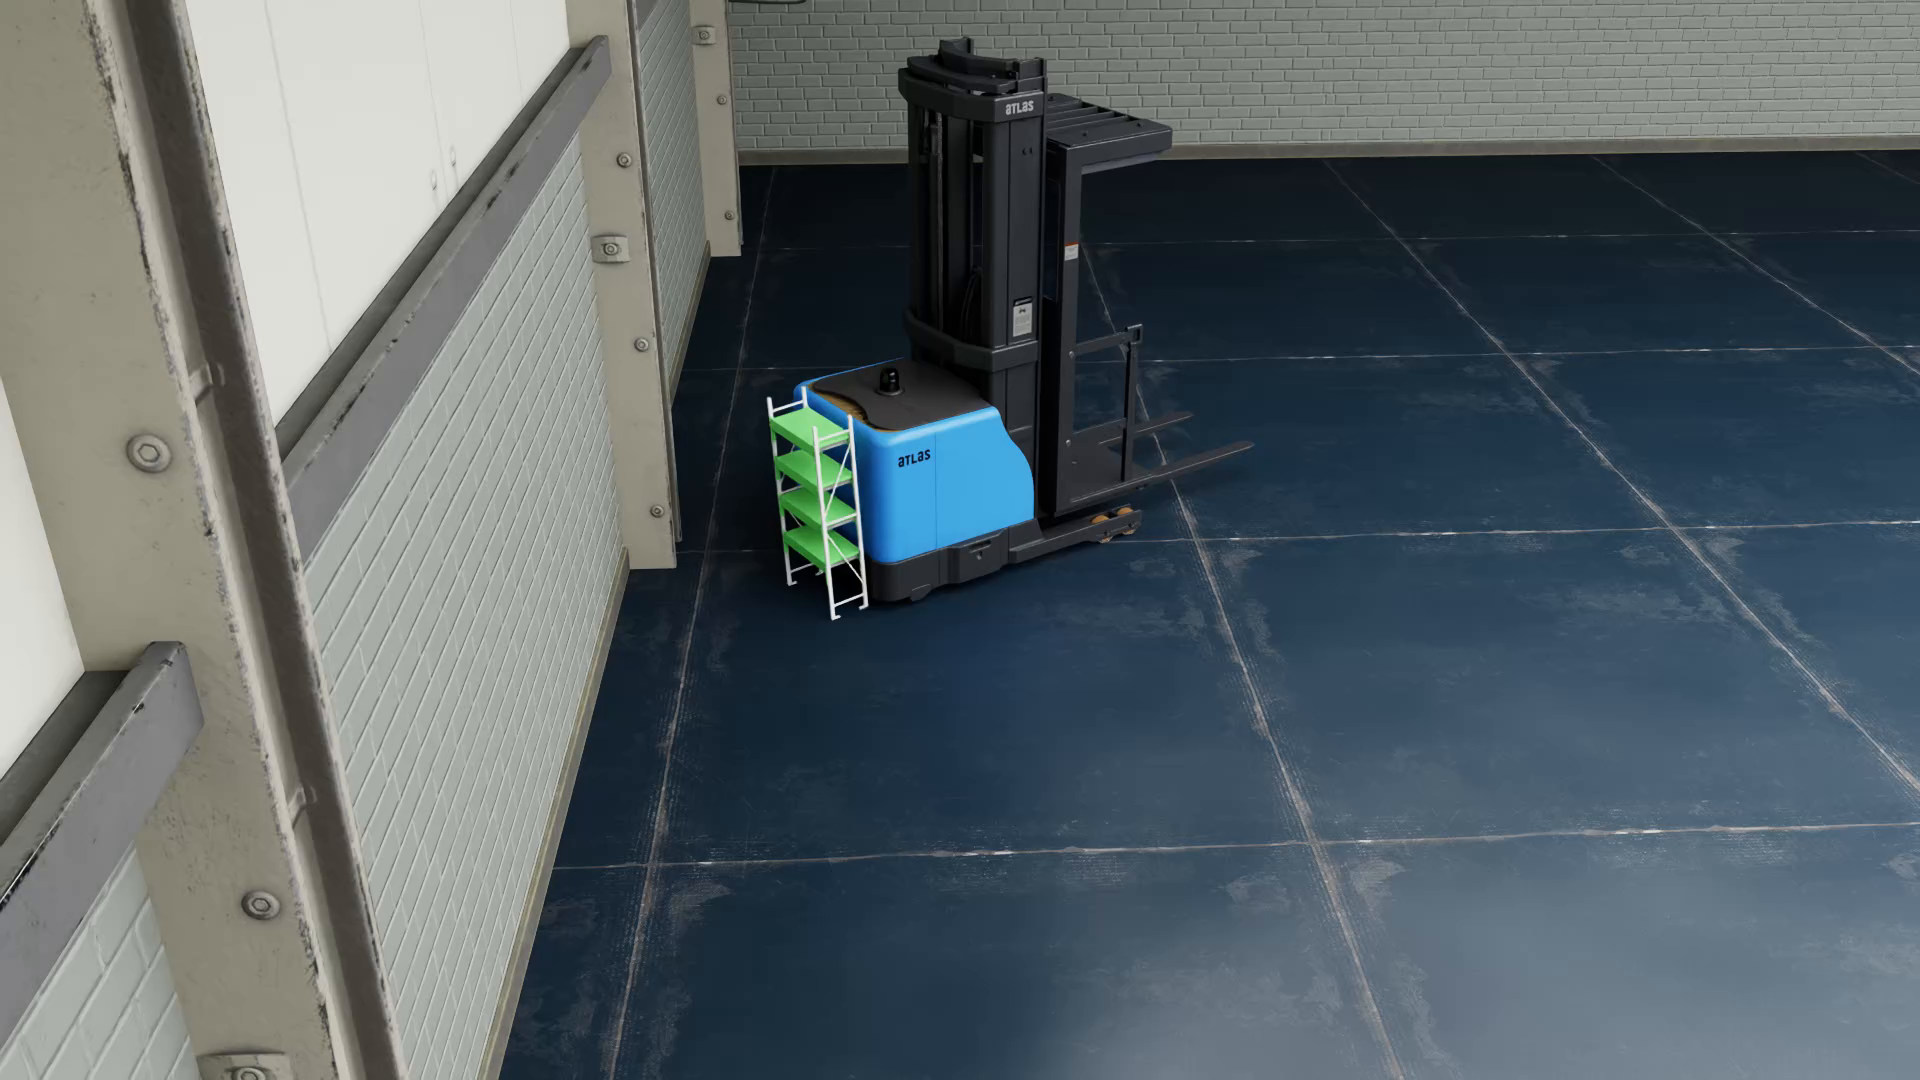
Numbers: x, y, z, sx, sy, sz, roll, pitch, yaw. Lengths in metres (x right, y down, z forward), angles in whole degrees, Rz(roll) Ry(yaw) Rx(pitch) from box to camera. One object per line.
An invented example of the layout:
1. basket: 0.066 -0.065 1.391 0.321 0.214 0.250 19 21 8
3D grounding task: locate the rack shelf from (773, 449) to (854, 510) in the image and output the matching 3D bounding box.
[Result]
1. rack shelf: -0.803 -0.356 9.240 0.258 0.148 0.480 -21 34 -29

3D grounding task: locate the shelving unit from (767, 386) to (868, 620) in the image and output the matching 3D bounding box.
1. shelving unit: -0.795 -0.203 9.327 0.258 1.200 0.503 -21 34 -29

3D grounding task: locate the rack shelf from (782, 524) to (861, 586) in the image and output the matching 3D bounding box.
1. rack shelf: -0.781 0.061 9.475 0.258 0.148 0.480 -21 34 -29

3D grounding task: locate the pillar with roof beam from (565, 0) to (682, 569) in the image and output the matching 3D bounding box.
1. pillar with roof beam: 2.437 -4.015 8.217 9.100 9.000 0.400 -1 28 -3

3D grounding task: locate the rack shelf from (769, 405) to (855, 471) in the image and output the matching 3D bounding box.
1. rack shelf: -0.814 -0.565 9.123 0.258 0.148 0.480 -21 34 -29

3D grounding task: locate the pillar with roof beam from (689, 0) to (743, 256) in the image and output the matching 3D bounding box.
1. pillar with roof beam: 2.124 -6.786 13.530 9.100 9.000 0.400 -1 28 -3

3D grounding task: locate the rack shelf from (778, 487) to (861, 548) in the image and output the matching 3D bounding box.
1. rack shelf: -0.792 -0.147 9.358 0.258 0.148 0.480 -21 34 -29

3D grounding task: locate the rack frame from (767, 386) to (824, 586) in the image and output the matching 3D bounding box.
1. rack frame: -0.935 -0.295 9.504 0.240 1.200 0.015 -21 34 -29

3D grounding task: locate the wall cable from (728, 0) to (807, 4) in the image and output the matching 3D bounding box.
1. wall cable: -1.008 -6.697 16.718 3.097 2.526 0.112 -1 28 -3

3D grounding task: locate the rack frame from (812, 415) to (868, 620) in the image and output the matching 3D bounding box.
1. rack frame: -0.655 -0.111 9.149 0.240 1.200 0.015 -21 34 -29

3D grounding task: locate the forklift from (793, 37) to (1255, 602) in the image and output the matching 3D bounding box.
1. forklift: 0.517 -1.464 9.888 3.031 2.935 1.130 -18 32 -30
